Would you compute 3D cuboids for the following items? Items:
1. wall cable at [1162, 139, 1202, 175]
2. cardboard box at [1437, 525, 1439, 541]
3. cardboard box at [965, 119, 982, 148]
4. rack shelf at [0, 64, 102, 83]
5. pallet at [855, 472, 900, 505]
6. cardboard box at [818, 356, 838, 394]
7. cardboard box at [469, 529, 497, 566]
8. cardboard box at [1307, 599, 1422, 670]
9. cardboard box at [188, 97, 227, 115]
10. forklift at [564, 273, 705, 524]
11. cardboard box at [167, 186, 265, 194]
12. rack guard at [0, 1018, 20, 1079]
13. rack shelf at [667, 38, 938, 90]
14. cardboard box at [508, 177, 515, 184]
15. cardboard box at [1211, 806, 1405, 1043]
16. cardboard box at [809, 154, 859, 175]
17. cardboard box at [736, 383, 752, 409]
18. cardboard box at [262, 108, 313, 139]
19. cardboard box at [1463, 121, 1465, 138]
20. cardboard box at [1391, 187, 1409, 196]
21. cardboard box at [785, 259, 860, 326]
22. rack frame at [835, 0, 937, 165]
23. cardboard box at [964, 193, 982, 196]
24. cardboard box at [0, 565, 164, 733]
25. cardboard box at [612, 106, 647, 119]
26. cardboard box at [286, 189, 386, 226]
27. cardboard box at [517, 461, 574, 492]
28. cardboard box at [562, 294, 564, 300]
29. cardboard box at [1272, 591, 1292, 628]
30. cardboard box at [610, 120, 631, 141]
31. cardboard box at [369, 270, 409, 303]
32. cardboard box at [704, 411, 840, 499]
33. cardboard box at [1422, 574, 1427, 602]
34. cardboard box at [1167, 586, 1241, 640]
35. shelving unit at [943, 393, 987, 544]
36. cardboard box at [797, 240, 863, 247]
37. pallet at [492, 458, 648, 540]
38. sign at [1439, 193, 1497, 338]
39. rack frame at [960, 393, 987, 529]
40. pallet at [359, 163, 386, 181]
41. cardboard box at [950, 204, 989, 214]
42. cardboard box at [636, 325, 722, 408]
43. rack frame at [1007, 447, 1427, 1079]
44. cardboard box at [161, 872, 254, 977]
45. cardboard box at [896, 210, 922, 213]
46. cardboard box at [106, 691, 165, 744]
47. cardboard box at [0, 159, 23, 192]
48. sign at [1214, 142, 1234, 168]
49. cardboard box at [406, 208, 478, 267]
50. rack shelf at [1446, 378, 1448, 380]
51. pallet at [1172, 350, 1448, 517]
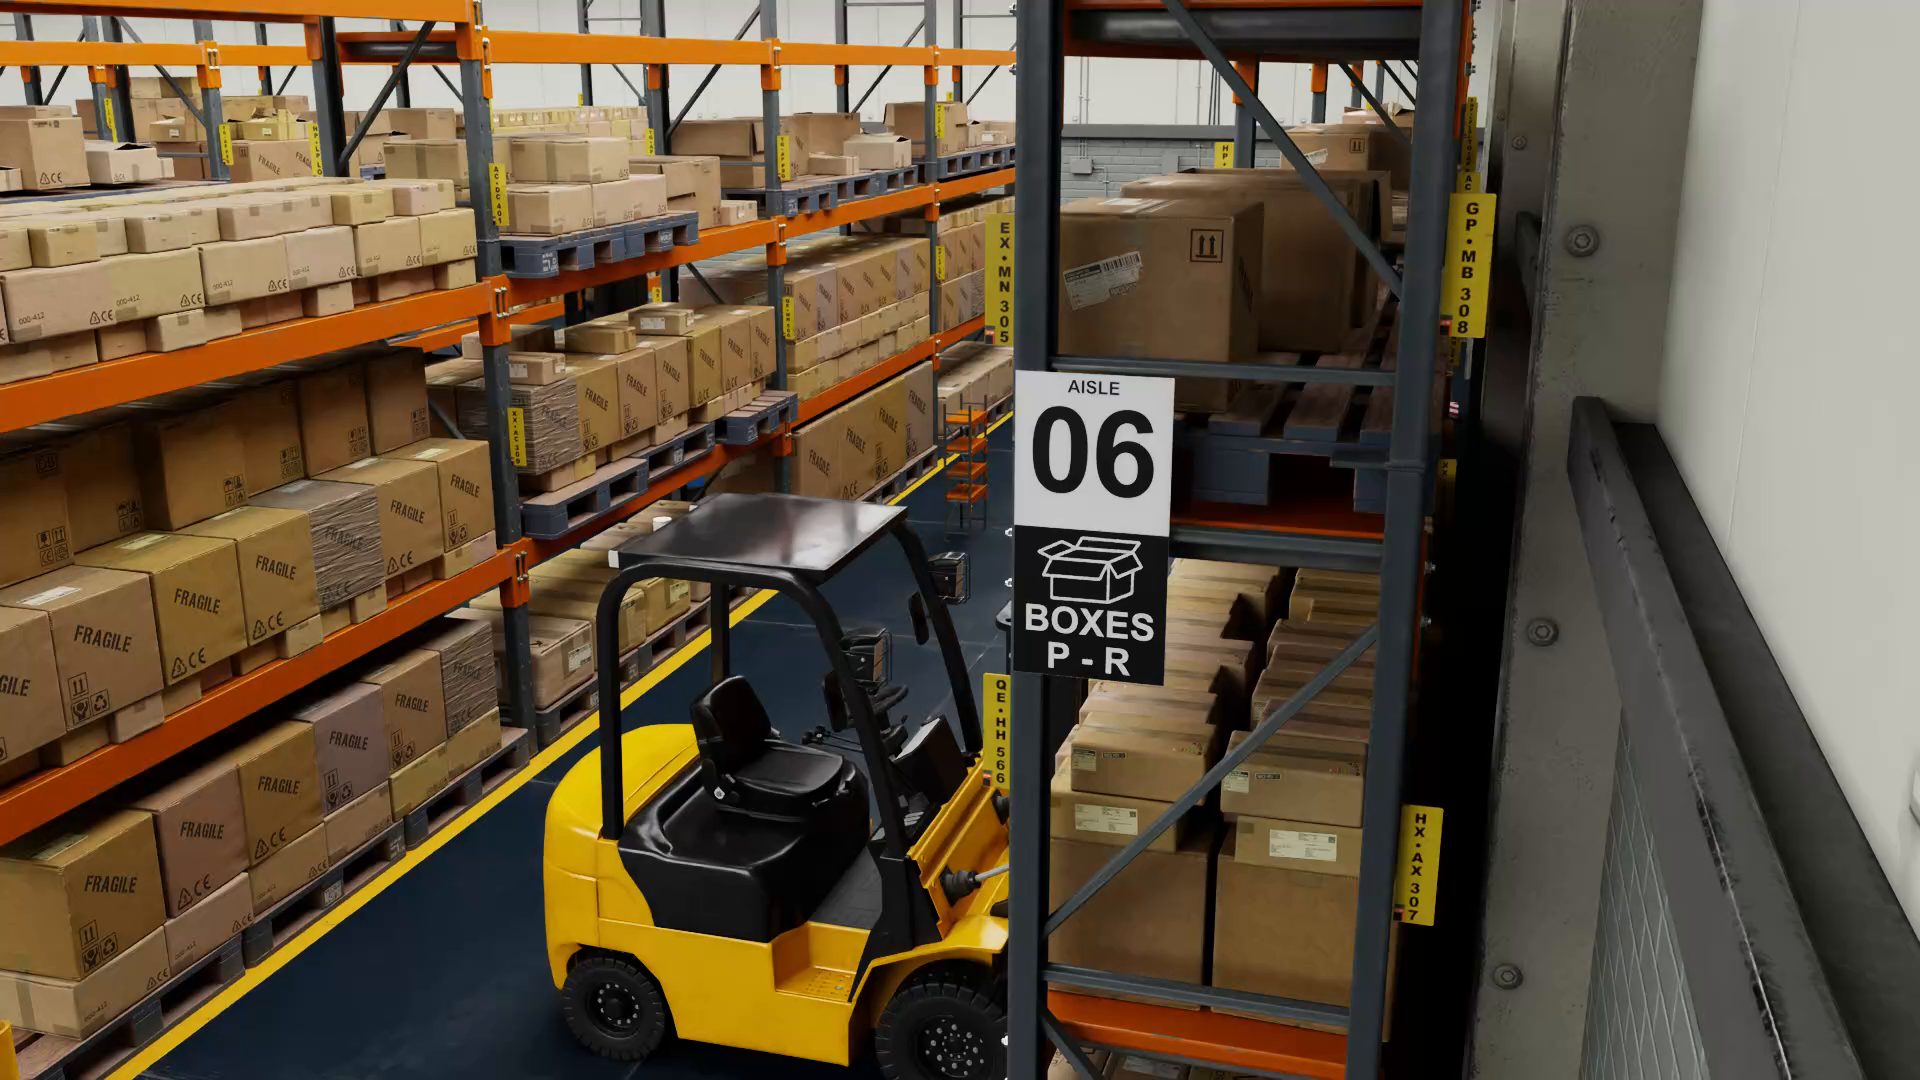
[{"bbox_3d":[3.357,-5.197,25.293,0.588,1.984,0.122,5,16,16],"label":"wall cable"},{"bbox_3d":[3.598,-0.214,13.399,0.500,0.500,0.500,6,17,19],"label":"cardboard box"},{"bbox_3d":[-0.059,-4.601,18.766,0.500,0.311,0.500,5,17,17],"label":"cardboard box"},{"bbox_3d":[-10.793,-4.885,17.111,1.077,0.370,4.000,5,16,16],"label":"rack shelf"},{"bbox_3d":[-1.215,-0.422,15.431,1.003,0.211,1.213,5,16,16],"label":"pallet"},{"bbox_3d":[-1.350,-1.417,14.104,0.500,0.250,0.500,4,16,14],"label":"cardboard box"},{"bbox_3d":[-2.795,0.030,9.187,0.380,0.149,0.250,4,16,15],"label":"cardboard box"},{"bbox_3d":[1.400,0.326,5.767,0.380,0.149,0.250,4,16,15],"label":"cardboard box"},{"bbox_3d":[-9.618,-5.277,20.804,0.700,0.500,0.500,5,17,18],"label":"cardboard box"},{"bbox_3d":[-3.505,-1.588,14.557,3.031,2.935,1.130,-8,18,-26],"label":"forklift"},{"bbox_3d":[-3.629,-1.642,8.124,0.380,0.149,0.250,4,16,15],"label":"cardboard box"},{"bbox_3d":[-4.111,2.030,6.254,1.175,0.500,0.348,5,16,16],"label":"rack guard"},{"bbox_3d":[-1.291,-4.116,14.401,1.077,0.370,4.000,5,16,16],"label":"rack shelf"},{"bbox_3d":[-2.821,-2.068,10.130,0.500,0.250,0.500,5,17,17],"label":"cardboard box"},{"bbox_3d":[1.034,1.076,4.857,0.500,0.500,0.500,5,17,18],"label":"cardboard box"},{"bbox_3d":[-1.116,-3.318,14.692,0.380,0.166,0.250,6,17,21],"label":"cardboard box"},{"bbox_3d":[-1.763,-1.077,12.321,0.380,0.149,0.250,4,16,15],"label":"cardboard box"},{"bbox_3d":[-6.074,-3.751,14.974,0.396,0.266,0.258,5,16,16],"label":"cardboard box"},{"bbox_3d":[4.451,-3.770,15.439,0.500,0.250,0.500,4,16,15],"label":"cardboard box"},{"bbox_3d":[2.641,-1.995,9.845,0.380,0.166,0.250,5,16,16],"label":"cardboard box"},{"bbox_3d":[-1.191,-2.149,14.394,0.500,0.500,0.500,5,17,17],"label":"cardboard box"},{"bbox_3d":[-0.723,-5.178,16.093,1.000,3.000,0.127,5,16,16],"label":"rack frame"},{"bbox_3d":[0.048,-4.108,20.111,0.380,0.149,0.250,5,17,17],"label":"cardboard box"},{"bbox_3d":[-3.588,0.418,6.629,0.500,0.500,0.500,5,17,18],"label":"cardboard box"},{"bbox_3d":[-4.174,-5.389,20.963,0.380,0.149,0.250,4,16,15],"label":"cardboard box"},{"bbox_3d":[-2.985,-1.592,7.945,0.380,0.149,0.250,5,17,18],"label":"cardboard box"},{"bbox_3d":[-2.536,-0.400,9.933,0.380,0.149,0.250,5,17,17],"label":"cardboard box"},{"bbox_3d":[-4.776,-2.925,19.606,0.380,0.149,0.250,5,17,18],"label":"cardboard box"},{"bbox_3d":[1.112,0.503,6.875,0.500,0.500,0.500,4,16,15],"label":"cardboard box"},{"bbox_3d":[-4.392,-5.033,20.438,0.500,0.250,0.500,4,16,14],"label":"cardboard box"},{"bbox_3d":[-2.999,-1.287,8.332,0.380,0.149,0.250,5,17,16],"label":"cardboard box"},{"bbox_3d":[-1.584,-0.599,14.069,0.875,0.875,0.875,4,16,15],"label":"cardboard box"},{"bbox_3d":[1.761,0.137,6.979,0.380,0.149,0.250,5,17,16],"label":"cardboard box"},{"bbox_3d":[0.793,0.277,5.940,0.380,0.149,0.250,5,17,17],"label":"cardboard box"},{"bbox_3d":[0.047,-0.621,14.318,0.258,1.200,0.503,5,16,16],"label":"shelving unit"},{"bbox_3d":[-1.242,-2.593,15.958,0.500,0.500,0.500,5,16,16],"label":"cardboard box"},{"bbox_3d":[-2.640,-0.295,10.224,1.003,0.211,1.213,5,16,16],"label":"pallet"},{"bbox_3d":[1.157,-0.625,3.793,0.100,0.325,0.005,5,16,16],"label":"sign"},{"bbox_3d":[0.116,-0.684,14.543,0.240,1.200,0.015,5,16,16],"label":"rack frame"},{"bbox_3d":[-6.067,-3.577,16.291,1.213,0.211,1.003,5,16,16],"label":"pallet"},{"bbox_3d":[0.101,-3.665,18.548,0.380,0.149,0.250,5,17,18],"label":"cardboard box"},{"bbox_3d":[-2.001,-1.230,11.670,0.500,0.500,0.500,3,16,12],"label":"cardboard box"},{"bbox_3d":[0.627,1.232,4.490,1.000,3.000,0.127,5,16,16],"label":"rack frame"},{"bbox_3d":[-3.486,1.646,7.298,0.500,0.250,0.500,5,17,18],"label":"cardboard box"},{"bbox_3d":[-0.626,-3.431,17.724,0.380,0.149,0.250,4,16,15],"label":"cardboard box"},{"bbox_3d":[-3.511,0.703,6.815,0.380,0.149,0.250,5,17,17],"label":"cardboard box"},{"bbox_3d":[-7.036,-2.658,11.999,0.396,0.266,0.258,5,16,16],"label":"cardboard box"},{"bbox_3d":[1.241,-1.697,7.796,0.100,0.325,0.005,5,16,16],"label":"sign"},{"bbox_3d":[-2.864,-1.576,8.621,0.500,0.250,0.500,4,16,15],"label":"cardboard box"},{"bbox_3d":[4.606,-2.085,17.501,1.077,0.370,4.000,5,16,16],"label":"rack shelf"},{"bbox_3d":[0.853,-0.352,4.737,1.003,0.211,1.213,5,16,16],"label":"pallet"}]
